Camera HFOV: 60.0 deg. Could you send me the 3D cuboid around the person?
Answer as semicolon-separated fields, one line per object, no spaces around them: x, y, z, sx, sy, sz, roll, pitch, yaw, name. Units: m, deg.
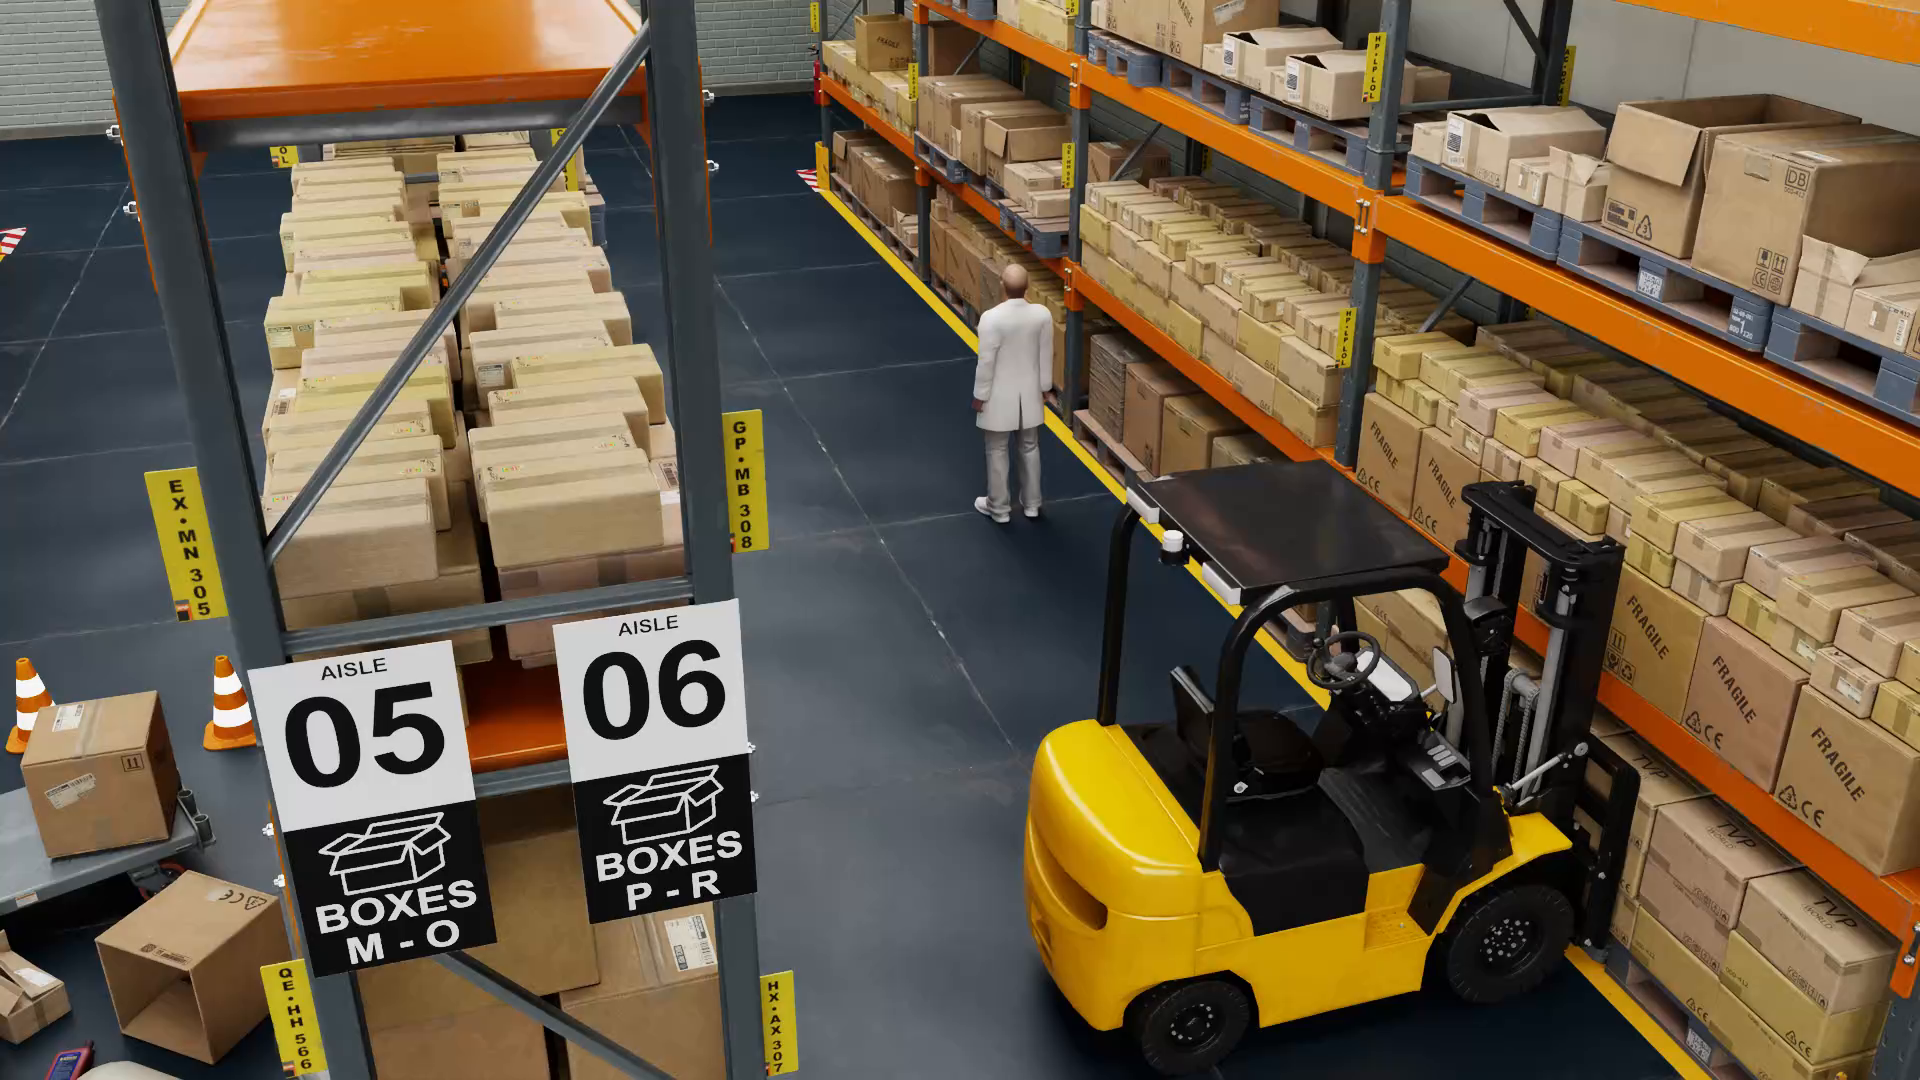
0.335;-0.998;11.170;0.565;1.783;0.377;-10;28;-20;person
